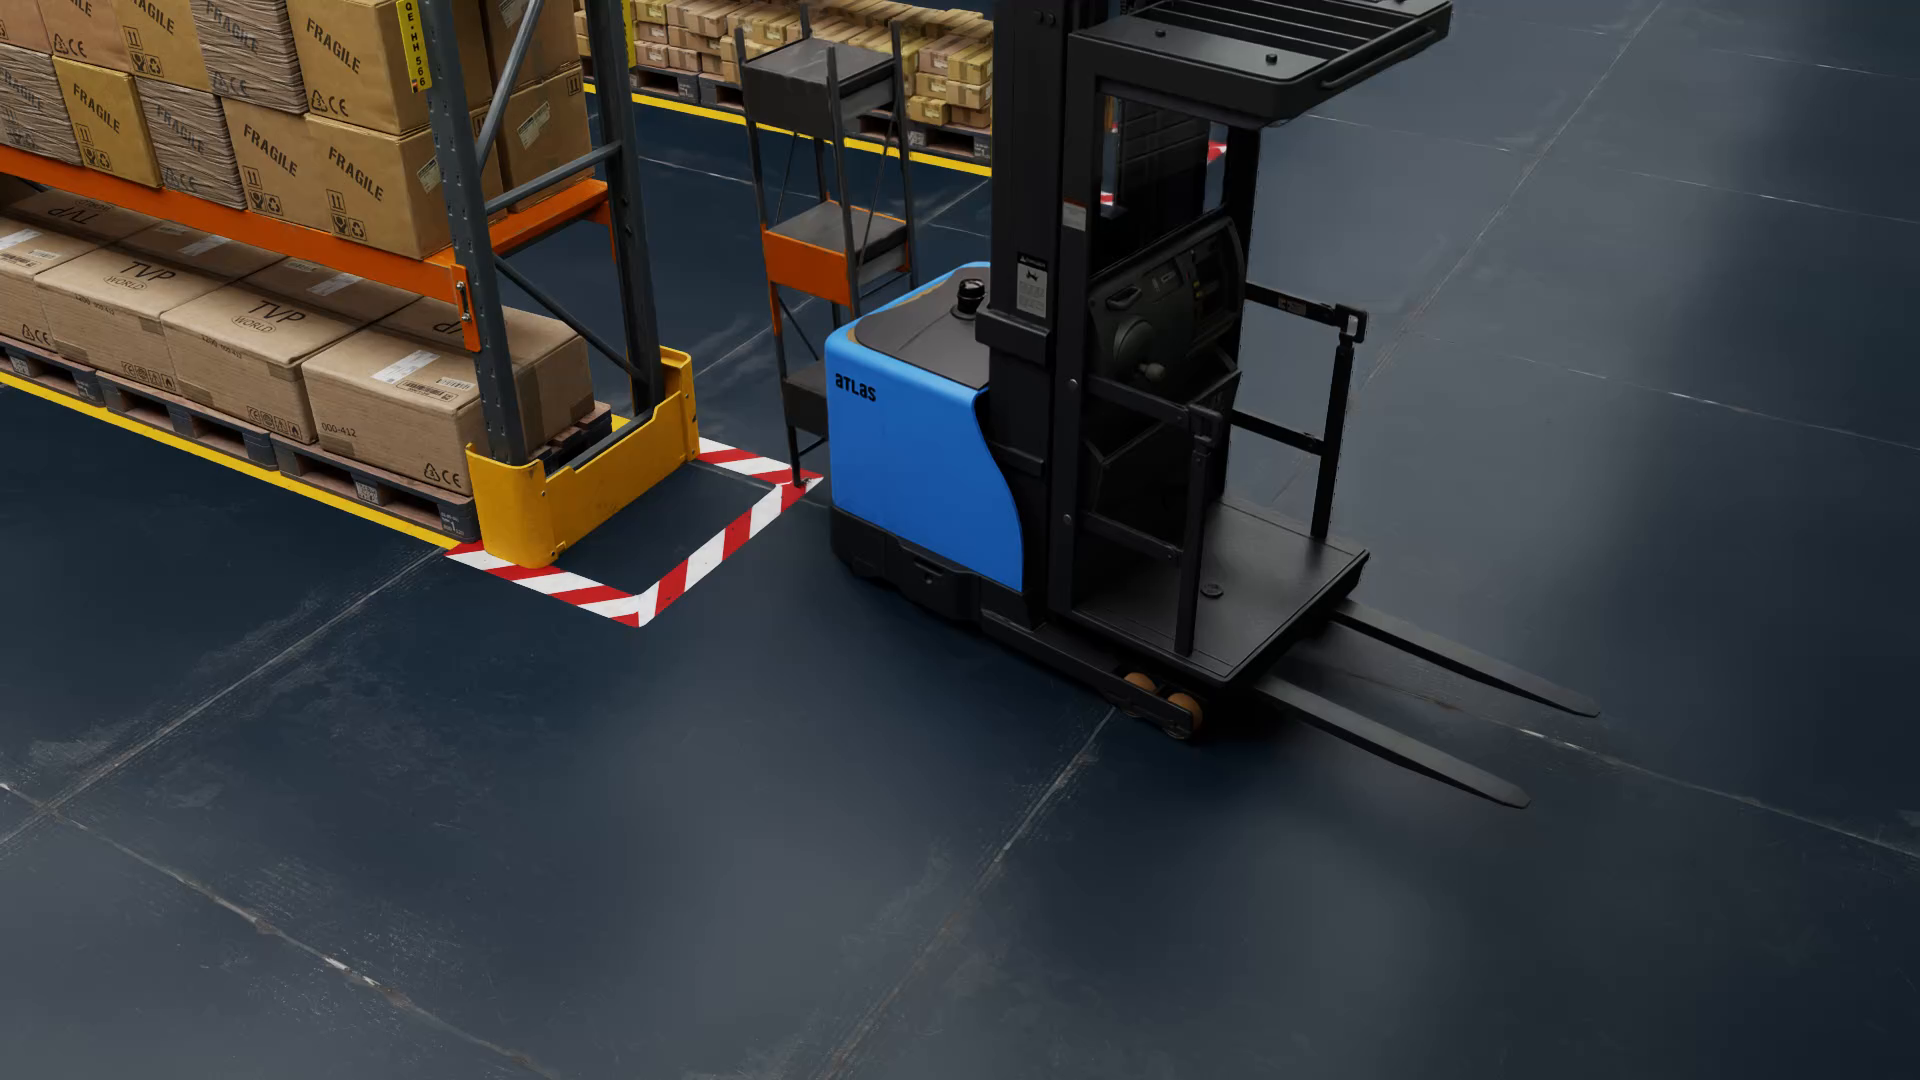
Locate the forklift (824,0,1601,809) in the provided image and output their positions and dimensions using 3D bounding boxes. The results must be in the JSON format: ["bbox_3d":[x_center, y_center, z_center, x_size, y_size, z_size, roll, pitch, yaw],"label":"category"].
[{"bbox_3d":[0.911,-0.818,5.835,3.031,2.935,1.130,24,41,32],"label":"forklift"}]

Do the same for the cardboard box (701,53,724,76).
[{"bbox_3d":[-1.644,-3.470,11.948,0.250,0.149,0.380,16,37,22],"label":"cardboard box"}]

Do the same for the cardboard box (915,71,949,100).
[{"bbox_3d":[-0.097,-3.074,11.084,0.250,0.149,0.380,17,37,23],"label":"cardboard box"}]

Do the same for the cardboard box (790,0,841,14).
[{"bbox_3d":[-1.001,-3.775,11.869,0.250,0.149,0.380,18,38,25],"label":"cardboard box"}]

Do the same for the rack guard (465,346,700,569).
[{"bbox_3d":[-1.644,-0.399,7.398,0.348,0.500,1.175,18,37,24],"label":"rack guard"}]

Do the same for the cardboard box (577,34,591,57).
[{"bbox_3d":[-2.613,-3.689,12.277,0.250,0.149,0.380,16,37,22],"label":"cardboard box"}]

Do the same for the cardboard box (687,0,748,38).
[{"bbox_3d":[-1.701,-3.677,11.722,0.250,0.149,0.380,18,38,25],"label":"cardboard box"}]

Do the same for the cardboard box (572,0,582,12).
[{"bbox_3d":[-3.280,-4.421,13.059,0.500,0.500,0.500,19,38,26],"label":"cardboard box"}]

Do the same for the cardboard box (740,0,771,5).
[{"bbox_3d":[-1.403,-3.964,12.153,0.250,0.149,0.380,16,37,22],"label":"cardboard box"}]

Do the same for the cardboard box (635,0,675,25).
[{"bbox_3d":[-2.120,-3.847,11.978,0.250,0.149,0.380,17,37,24],"label":"cardboard box"}]

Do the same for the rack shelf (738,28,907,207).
[{"bbox_3d":[-0.536,-1.691,6.627,0.480,0.518,0.431,22,42,33],"label":"rack shelf"}]

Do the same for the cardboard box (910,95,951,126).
[{"bbox_3d":[-0.131,-2.910,11.108,0.250,0.149,0.380,19,38,26],"label":"cardboard box"}]

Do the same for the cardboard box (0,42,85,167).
[{"bbox_3d":[-3.997,-2.052,7.536,0.500,0.500,0.500,18,38,25],"label":"cardboard box"}]

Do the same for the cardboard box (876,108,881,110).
[{"bbox_3d":[-0.538,-3.086,11.372,0.250,0.149,0.380,18,38,25],"label":"cardboard box"}]

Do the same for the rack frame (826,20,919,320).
[{"bbox_3d":[-0.309,-1.046,6.879,0.015,2.100,0.400,22,42,33],"label":"rack frame"}]

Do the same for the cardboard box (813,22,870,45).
[{"bbox_3d":[-0.814,-3.371,11.262,0.250,0.149,0.380,19,38,26],"label":"cardboard box"}]

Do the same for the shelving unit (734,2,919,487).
[{"bbox_3d":[-0.498,-1.124,7.012,0.503,2.100,0.431,22,42,33],"label":"shelving unit"}]

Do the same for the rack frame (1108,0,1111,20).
[{"bbox_3d":[0.703,-3.856,10.334,0.127,3.000,1.000,18,37,24],"label":"rack frame"}]

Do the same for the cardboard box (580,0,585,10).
[{"bbox_3d":[-2.573,-3.997,12.203,0.250,0.149,0.380,19,38,26],"label":"cardboard box"}]

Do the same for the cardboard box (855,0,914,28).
[{"bbox_3d":[-0.530,-3.657,11.692,0.250,0.149,0.380,19,38,26],"label":"cardboard box"}]

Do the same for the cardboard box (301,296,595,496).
[{"bbox_3d":[-2.288,-0.688,7.509,0.875,0.438,0.875,16,37,23],"label":"cardboard box"}]

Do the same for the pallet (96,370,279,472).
[{"bbox_3d":[-3.453,-0.804,8.267,1.213,0.211,1.003,18,37,24],"label":"pallet"}]

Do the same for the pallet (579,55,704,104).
[{"bbox_3d":[-2.169,-3.628,12.507,1.213,0.211,1.003,18,37,24],"label":"pallet"}]

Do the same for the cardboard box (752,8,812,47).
[{"bbox_3d":[-1.229,-3.555,11.539,0.250,0.149,0.380,18,38,25],"label":"cardboard box"}]

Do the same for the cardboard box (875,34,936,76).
[{"bbox_3d":[-0.360,-3.222,11.039,0.250,0.149,0.380,17,37,23],"label":"cardboard box"}]

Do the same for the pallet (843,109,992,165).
[{"bbox_3d":[-0.051,-2.957,11.500,1.213,0.211,1.003,18,37,24],"label":"pallet"}]

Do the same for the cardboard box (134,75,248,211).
[{"bbox_3d":[-3.095,-1.775,7.119,0.500,0.500,0.500,19,38,26],"label":"cardboard box"}]

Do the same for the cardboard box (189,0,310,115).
[{"bbox_3d":[-2.670,-2.051,6.632,0.500,0.500,0.500,18,38,25],"label":"cardboard box"}]

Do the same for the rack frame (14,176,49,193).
[{"bbox_3d":[-5.138,-2.546,8.367,0.127,3.000,1.000,18,37,24],"label":"rack frame"}]

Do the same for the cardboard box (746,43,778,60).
[{"bbox_3d":[-1.271,-3.396,11.568,0.250,0.149,0.380,18,38,25],"label":"cardboard box"}]

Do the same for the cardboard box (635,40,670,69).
[{"bbox_3d":[-2.140,-3.573,12.102,0.250,0.149,0.380,17,37,24],"label":"cardboard box"}]

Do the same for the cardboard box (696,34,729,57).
[{"bbox_3d":[-1.660,-3.576,11.838,0.250,0.149,0.380,19,38,27],"label":"cardboard box"}]

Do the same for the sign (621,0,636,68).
[{"bbox_3d":[-1.385,-2.105,6.852,0.005,0.325,0.100,18,37,24],"label":"sign"}]

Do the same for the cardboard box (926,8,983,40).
[{"bbox_3d":[-0.037,-3.548,11.529,0.250,0.149,0.380,17,37,24],"label":"cardboard box"}]

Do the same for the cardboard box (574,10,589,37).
[{"bbox_3d":[-2.614,-3.814,12.197,0.250,0.149,0.380,19,38,26],"label":"cardboard box"}]

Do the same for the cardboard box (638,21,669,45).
[{"bbox_3d":[-2.120,-3.738,12.082,0.250,0.149,0.380,17,37,24],"label":"cardboard box"}]

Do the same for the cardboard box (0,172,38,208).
[{"bbox_3d":[-5.716,-1.969,9.038,0.875,0.875,0.875,19,38,26],"label":"cardboard box"}]

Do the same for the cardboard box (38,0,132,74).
[{"bbox_3d":[-3.534,-2.328,7.048,0.500,0.500,0.500,17,37,24],"label":"cardboard box"}]

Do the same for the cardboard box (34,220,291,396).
[{"bbox_3d":[-3.869,-1.184,8.255,0.875,0.438,0.875,16,37,23],"label":"cardboard box"}]

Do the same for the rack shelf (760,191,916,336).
[{"bbox_3d":[-0.497,-1.113,7.020,0.480,0.518,0.431,22,42,33],"label":"rack shelf"}]

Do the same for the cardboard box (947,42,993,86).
[{"bbox_3d":[0.118,-3.115,10.879,0.250,0.149,0.380,18,38,25],"label":"cardboard box"}]

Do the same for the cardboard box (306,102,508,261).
[{"bbox_3d":[-2.215,-1.493,6.696,0.500,0.500,0.500,18,38,25],"label":"cardboard box"}]

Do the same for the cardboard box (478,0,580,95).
[{"bbox_3d":[-1.941,-2.173,6.815,0.500,0.500,0.500,17,37,23],"label":"cardboard box"}]
